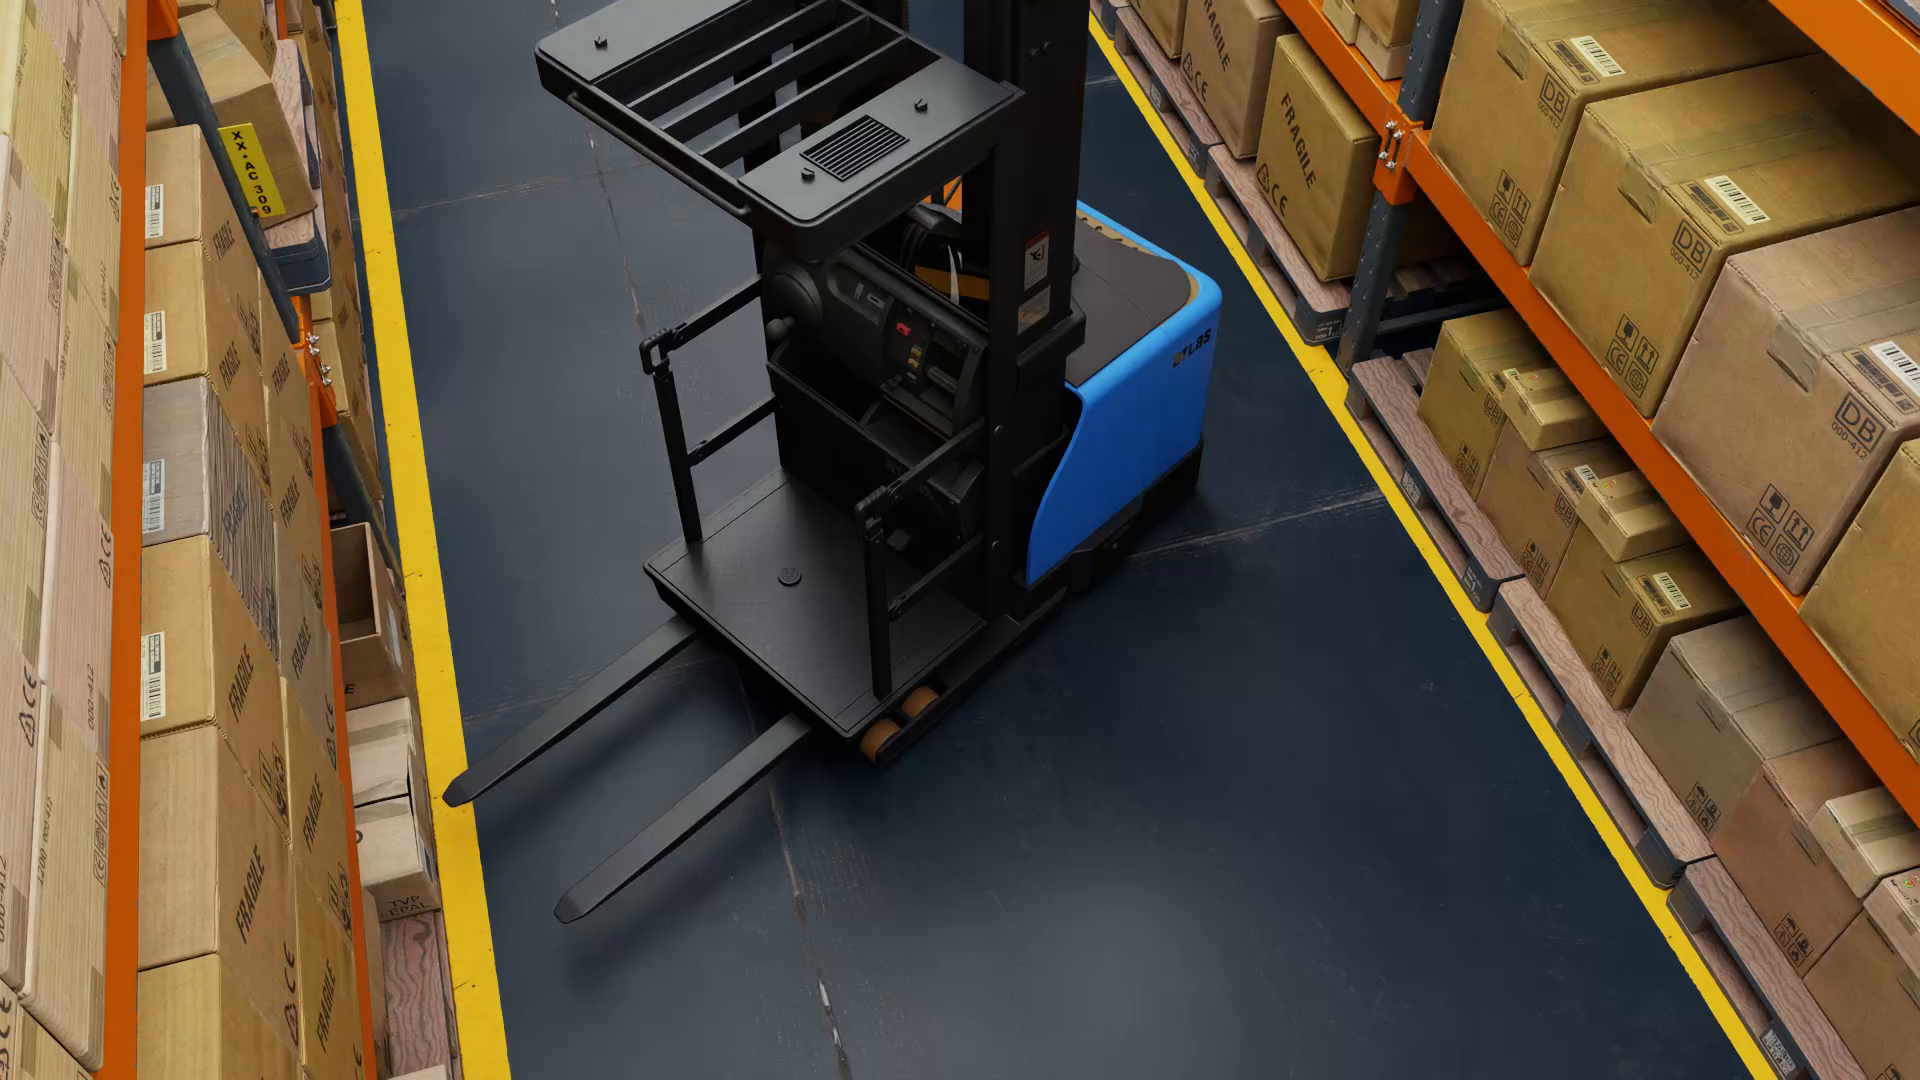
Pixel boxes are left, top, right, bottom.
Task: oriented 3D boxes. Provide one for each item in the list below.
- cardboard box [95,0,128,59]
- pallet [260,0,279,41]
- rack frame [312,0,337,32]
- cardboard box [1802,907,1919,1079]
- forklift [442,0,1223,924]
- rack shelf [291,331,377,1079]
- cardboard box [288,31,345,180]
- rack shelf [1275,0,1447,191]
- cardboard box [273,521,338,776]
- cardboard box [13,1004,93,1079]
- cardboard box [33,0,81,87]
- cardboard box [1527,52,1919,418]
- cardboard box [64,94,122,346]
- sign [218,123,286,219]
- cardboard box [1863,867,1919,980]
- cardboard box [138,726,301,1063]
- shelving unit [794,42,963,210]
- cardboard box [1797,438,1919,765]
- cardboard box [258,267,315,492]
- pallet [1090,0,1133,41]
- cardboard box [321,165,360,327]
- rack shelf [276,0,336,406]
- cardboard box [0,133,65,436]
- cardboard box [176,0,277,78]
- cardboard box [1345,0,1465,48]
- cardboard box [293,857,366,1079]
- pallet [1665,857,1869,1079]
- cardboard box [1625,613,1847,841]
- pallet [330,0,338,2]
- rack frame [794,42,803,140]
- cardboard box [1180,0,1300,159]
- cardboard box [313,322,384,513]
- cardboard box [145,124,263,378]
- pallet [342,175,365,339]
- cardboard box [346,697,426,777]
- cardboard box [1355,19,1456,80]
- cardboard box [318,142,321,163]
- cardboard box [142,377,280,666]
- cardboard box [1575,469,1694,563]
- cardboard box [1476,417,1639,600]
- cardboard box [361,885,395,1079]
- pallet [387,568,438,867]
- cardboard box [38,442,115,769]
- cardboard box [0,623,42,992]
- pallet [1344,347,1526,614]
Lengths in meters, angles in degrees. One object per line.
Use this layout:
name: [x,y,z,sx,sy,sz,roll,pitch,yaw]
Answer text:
cardboard box: [-2.218,-1.307,3.816,0.500,0.250,0.500,-13,51,-11]
pallet: [-3.219,-2.123,6.493,1.003,0.211,1.213,-13,51,-11]
rack frame: [-3.799,-3.605,7.617,1.000,3.000,0.127,-13,51,-11]
cardboard box: [2.996,1.297,4.844,0.700,0.500,0.500,-13,51,-11]
forklift: [-0.433,-0.602,5.130,1.130,2.935,3.031,36,59,27]
rack shelf: [-2.024,1.009,4.197,1.077,0.370,4.000,-13,51,-11]
cardboard box: [-3.145,-1.933,7.554,0.500,0.500,0.500,-15,51,-12]
rack shelf: [1.524,-3.035,7.607,1.077,0.370,4.000,-13,51,-11]
cardboard box: [-1.915,0.343,4.224,0.500,0.500,0.500,-12,51,-10]
cardboard box: [-1.342,0.887,1.966,0.500,0.250,0.500,-13,51,-11]
cardboard box: [-2.068,-1.103,3.317,0.500,0.250,0.500,-13,51,-11]
cardboard box: [2.471,-0.968,5.198,0.980,0.700,0.700,-14,51,-12]
cardboard box: [-1.924,-0.576,3.199,0.500,0.250,0.500,-13,51,-11]
sign: [-2.100,-1.091,4.931,0.100,0.325,0.005,-13,51,-11]
cardboard box: [2.784,1.036,4.641,0.380,0.149,0.250,-14,51,-11]
cardboard box: [-1.617,0.753,3.223,0.500,0.500,0.500,-13,51,-10]
shelving unit: [-0.184,-1.677,6.972,0.587,1.500,1.083,-28,55,-22]
cardboard box: [2.912,0.120,4.281,0.980,0.700,0.700,-14,51,-11]
cardboard box: [-2.223,-0.408,4.857,0.500,0.500,0.500,-13,51,-10]
pallet: [1.094,-3.236,9.129,1.003,0.211,1.213,-13,51,-11]
cardboard box: [-2.835,-1.181,6.921,0.500,0.500,0.500,-13,51,-11]
rack shelf: [-3.207,-1.912,6.660,1.077,0.370,4.000,-13,51,-11]
cardboard box: [-1.775,-0.372,2.701,0.500,0.250,0.500,-13,51,-11]
cardboard box: [-2.806,-1.735,5.701,0.700,0.500,0.500,-6,50,-5]
cardboard box: [1.738,-2.221,6.177,0.500,0.500,0.500,-14,51,-12]
cardboard box: [-1.615,1.079,3.602,0.500,0.500,0.500,-13,51,-11]
pallet: [2.987,1.448,5.181,1.003,0.211,1.213,-13,51,-11]
cardboard box: [2.698,0.565,5.462,0.700,0.500,0.500,-15,51,-12]
pallet: [-4.005,-3.316,9.197,1.003,0.211,1.213,-13,51,-11]
rack frame: [-0.481,-2.001,7.246,0.500,1.500,0.032,-28,55,-22]
cardboard box: [1.533,-2.342,7.684,0.750,0.750,0.750,-12,51,-10]
cardboard box: [-2.526,-0.428,6.286,0.500,0.500,0.500,-15,52,-13]
cardboard box: [-2.219,-0.727,4.471,0.500,0.500,0.500,-13,51,-11]
pallet: [-3.257,-1.263,7.466,1.003,0.211,1.213,-13,51,-11]
cardboard box: [-2.008,0.706,5.559,0.380,0.149,0.250,-13,51,-11]
cardboard box: [1.745,-1.914,6.343,0.380,0.149,0.250,-13,51,-11]
cardboard box: [-2.971,-1.766,6.923,0.500,0.250,0.500,-14,51,-12]
cardboard box: [-1.916,0.015,3.846,0.500,0.500,0.500,-13,51,-11]
cardboard box: [2.320,-0.103,5.600,0.380,0.149,0.250,-15,51,-12]
cardboard box: [2.384,-0.199,6.105,0.700,0.500,0.500,-14,51,-11]
cardboard box: [-2.055,1.351,4.784,0.797,0.503,0.637,-13,51,-11]
pallet: [-2.414,0.717,5.797,1.003,0.211,1.213,-13,51,-11]
cardboard box: [-1.627,0.154,2.584,0.500,0.250,0.500,-13,51,-11]
cardboard box: [-1.477,0.358,2.085,0.500,0.250,0.500,-13,51,-11]
pallet: [2.265,-0.334,6.683,1.003,0.211,1.213,-13,51,-11]
